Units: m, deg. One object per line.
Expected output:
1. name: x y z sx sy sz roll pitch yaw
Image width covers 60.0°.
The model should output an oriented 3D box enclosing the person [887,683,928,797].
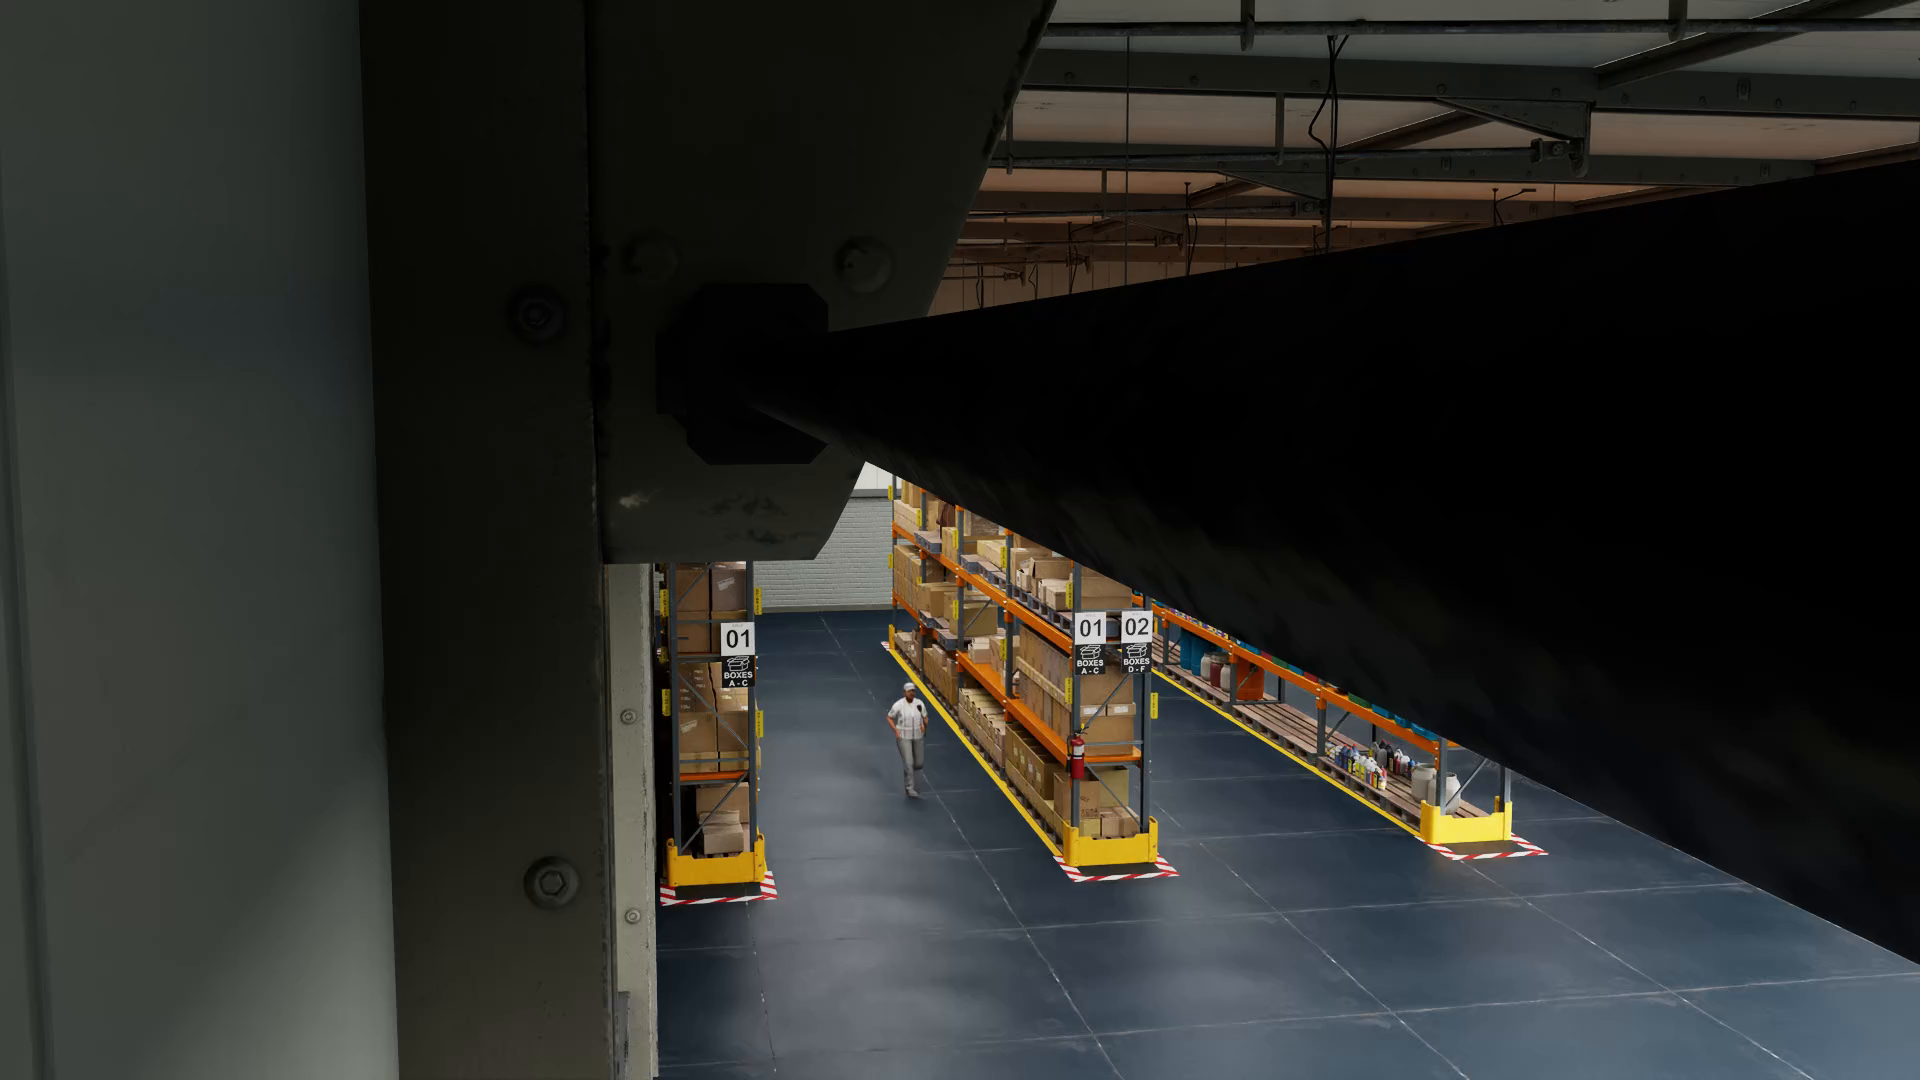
1. person: -0.754 2.892 24.372 0.615 1.624 0.727 -2 7 -20
